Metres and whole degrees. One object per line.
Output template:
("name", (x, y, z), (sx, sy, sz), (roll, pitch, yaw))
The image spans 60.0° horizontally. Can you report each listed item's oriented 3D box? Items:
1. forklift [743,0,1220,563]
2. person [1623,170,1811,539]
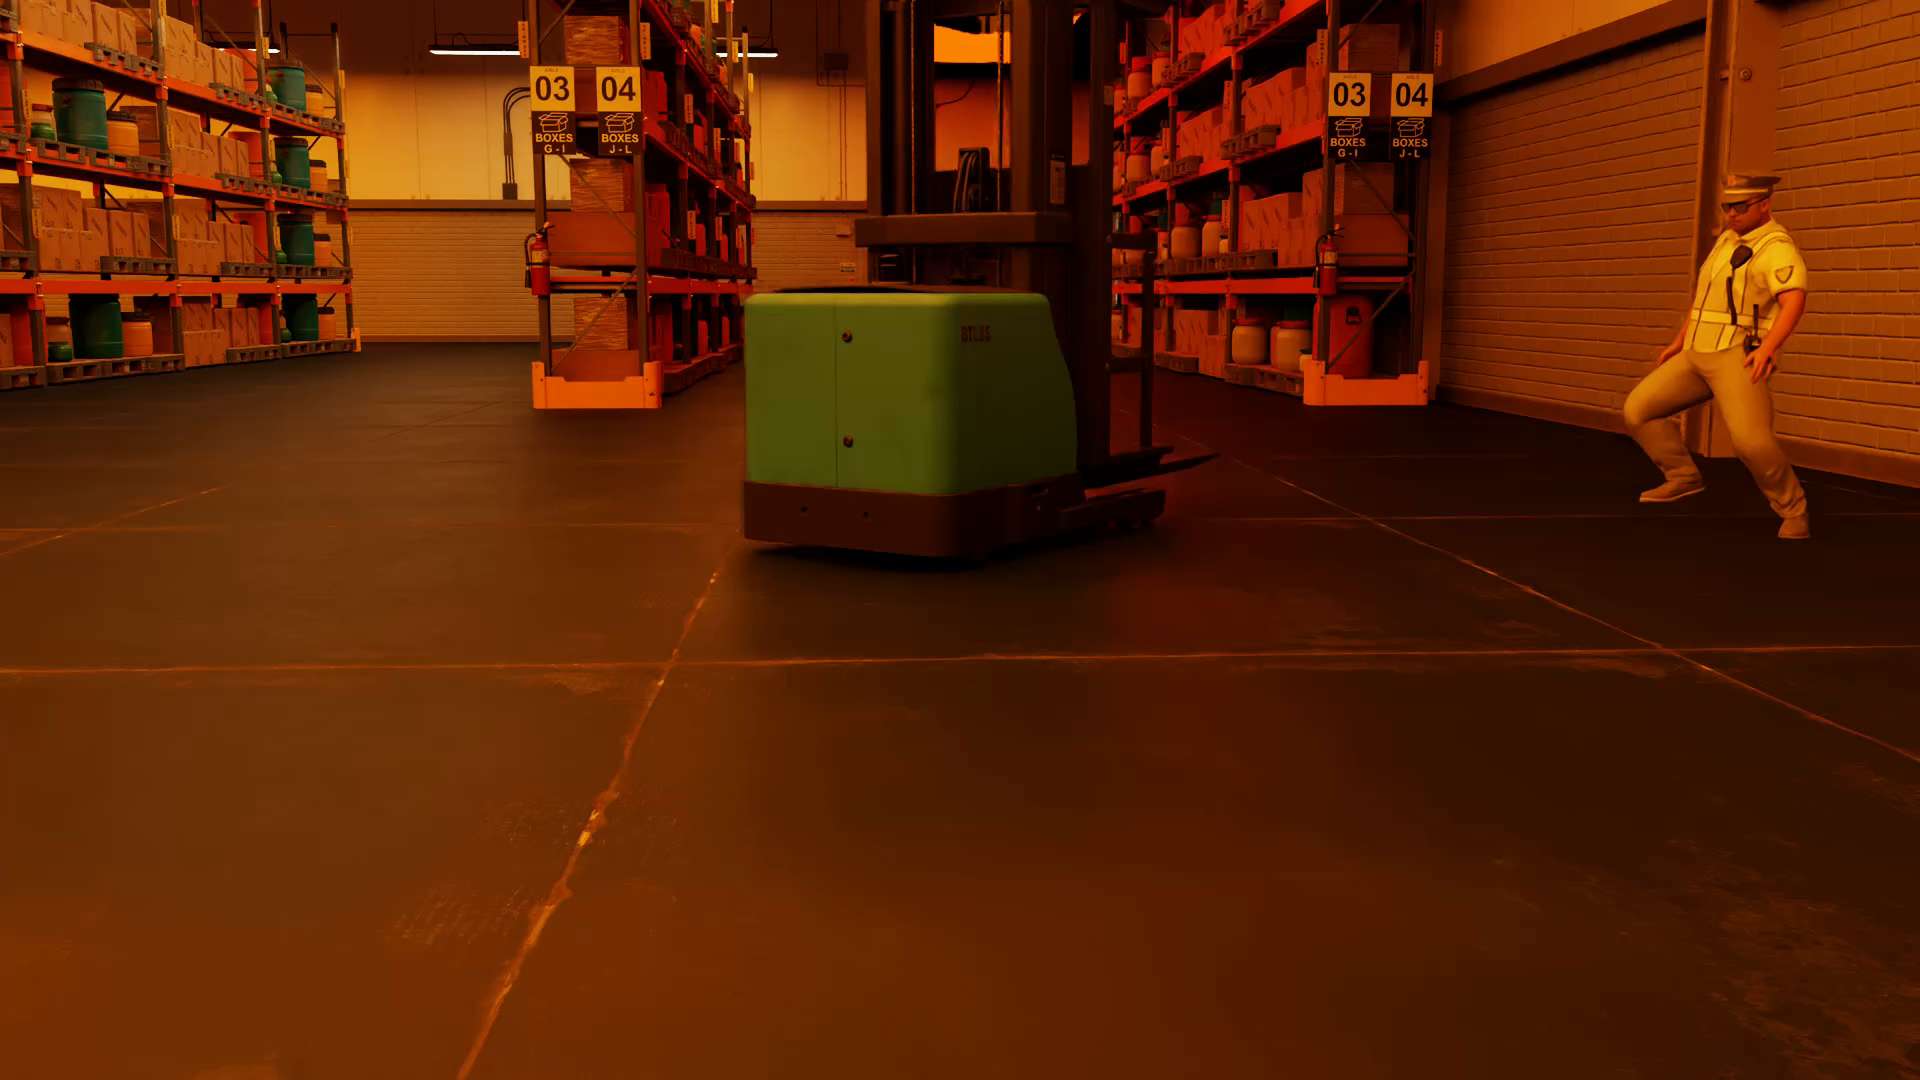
("forklift", (0.312, -1.535, 7.670), (1.130, 2.935, 3.031), (5, 10, 32))
("person", (3.527, -0.855, 7.623), (0.637, 1.639, 0.958), (-1, 9, -9))
